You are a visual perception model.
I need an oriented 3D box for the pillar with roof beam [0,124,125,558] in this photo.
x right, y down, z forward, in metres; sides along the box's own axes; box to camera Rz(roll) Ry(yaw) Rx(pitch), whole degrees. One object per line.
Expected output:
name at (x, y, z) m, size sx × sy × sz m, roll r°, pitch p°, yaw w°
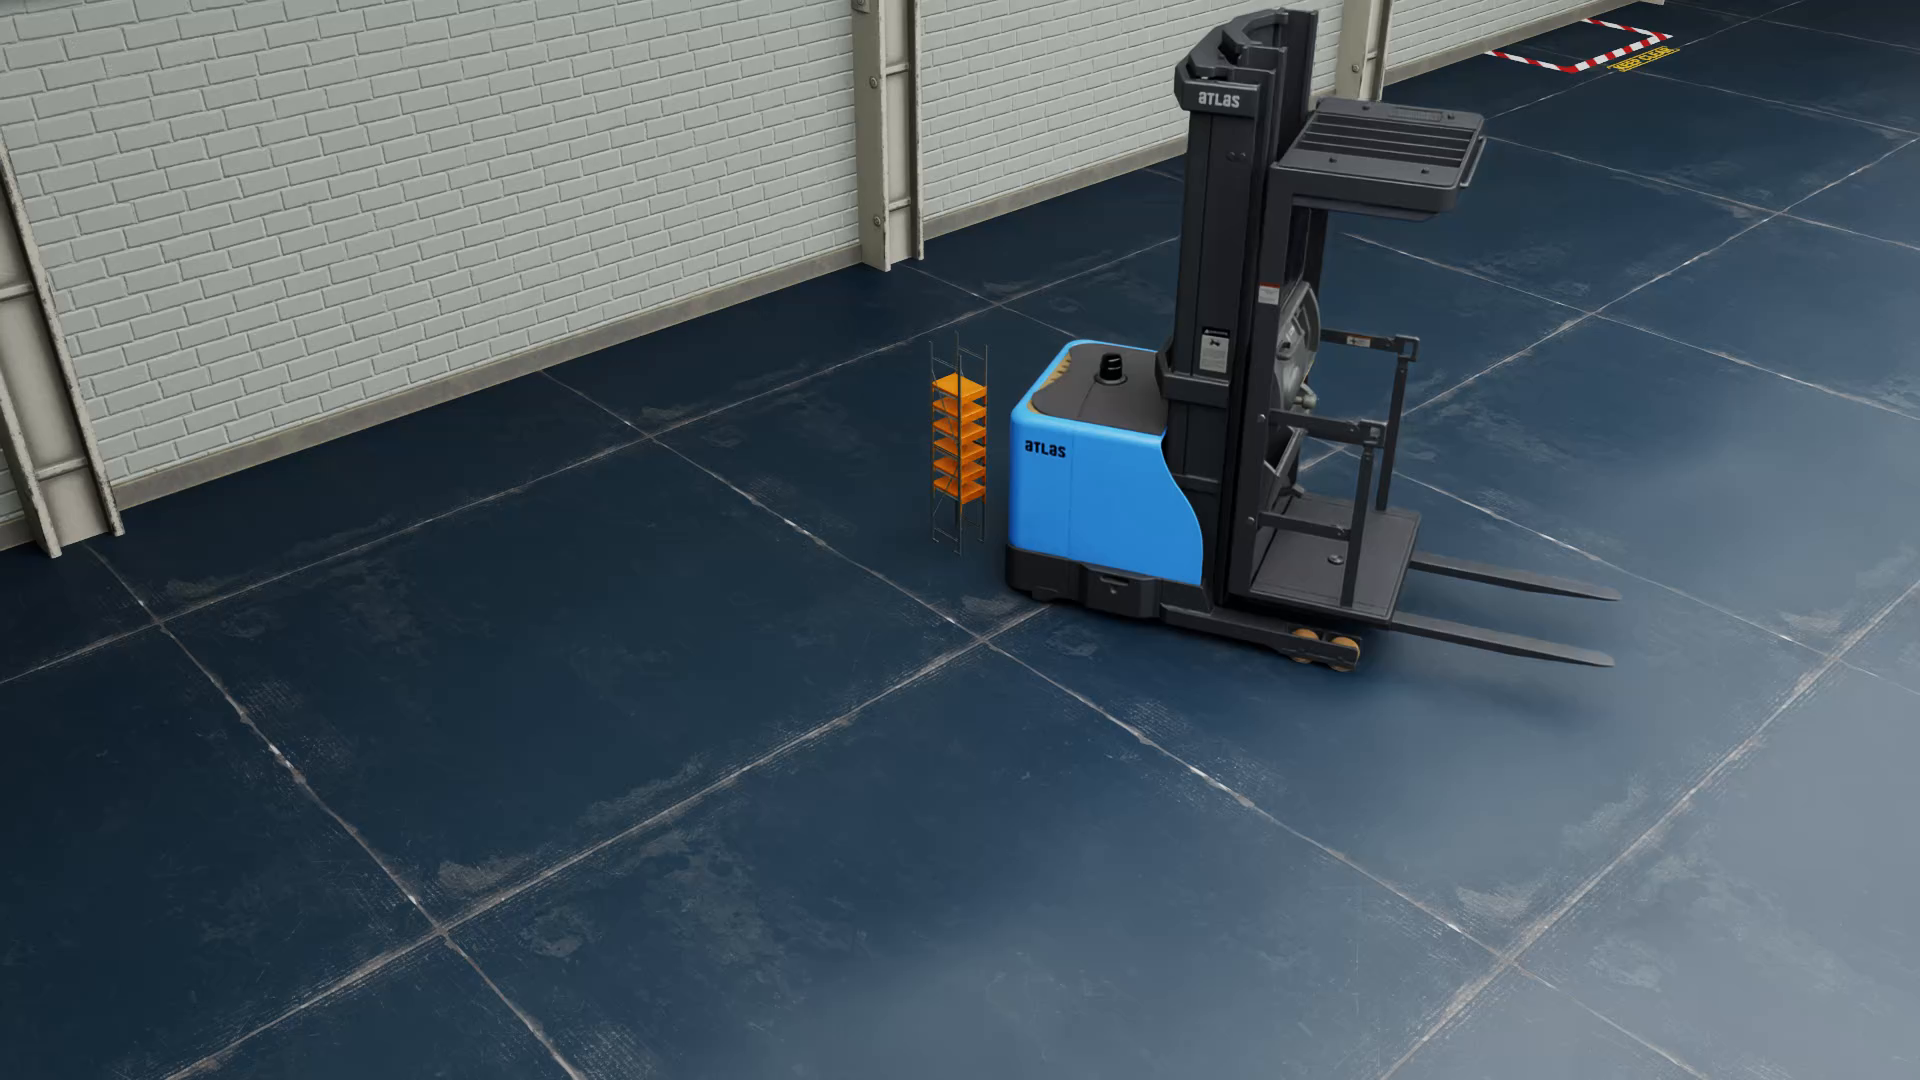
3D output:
pillar with roof beam at (-1.996, -2.220, 4.254) m, size 0.400 × 9.000 × 9.100 m, roll -26°, pitch 40°, yaw -35°

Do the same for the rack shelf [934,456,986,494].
rack shelf at (-0.011, -0.366, 9.014) m, size 0.180 × 0.103 × 0.258 m, roll -26°, pitch 40°, yaw -35°

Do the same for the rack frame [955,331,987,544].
rack frame at (0.056, -0.539, 8.982) m, size 0.006 × 1.200 × 0.240 m, roll -26°, pitch 40°, yaw -35°

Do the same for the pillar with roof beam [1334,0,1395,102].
pillar with roof beam at (6.803, -6.476, 11.215) m, size 0.400 × 9.000 × 9.100 m, roll -26°, pitch 40°, yaw -35°

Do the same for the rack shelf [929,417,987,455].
rack shelf at (-0.011, -0.571, 8.889) m, size 0.180 × 0.103 × 0.258 m, roll -26°, pitch 40°, yaw -35°

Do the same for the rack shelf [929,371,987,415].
rack shelf at (-0.011, -0.776, 8.764) m, size 0.180 × 0.103 × 0.258 m, roll -26°, pitch 40°, yaw -35°

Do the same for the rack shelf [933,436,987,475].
rack shelf at (-0.011, -0.469, 8.952) m, size 0.180 × 0.103 × 0.258 m, roll -26°, pitch 40°, yaw -35°

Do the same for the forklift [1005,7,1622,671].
forklift at (1.805, -0.918, 7.942) m, size 3.031 × 2.935 × 1.130 m, roll 12°, pitch 33°, yaw 18°

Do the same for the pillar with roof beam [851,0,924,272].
pillar with roof beam at (2.403, -4.348, 7.734) m, size 0.400 × 9.000 × 9.100 m, roll -26°, pitch 40°, yaw -35°

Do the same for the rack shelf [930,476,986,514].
rack shelf at (-0.011, -0.264, 9.077) m, size 0.180 × 0.103 × 0.258 m, roll -26°, pitch 40°, yaw -35°

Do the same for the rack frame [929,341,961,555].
rack frame at (-0.078, -0.474, 8.876) m, size 0.006 × 1.200 × 0.240 m, roll -26°, pitch 40°, yaw -35°

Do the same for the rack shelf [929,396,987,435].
rack shelf at (-0.011, -0.674, 8.827) m, size 0.180 × 0.103 × 0.258 m, roll -26°, pitch 40°, yaw -35°

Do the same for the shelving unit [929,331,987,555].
shelving unit at (-0.011, -0.507, 8.929) m, size 0.189 × 1.200 × 0.258 m, roll -26°, pitch 40°, yaw -35°
